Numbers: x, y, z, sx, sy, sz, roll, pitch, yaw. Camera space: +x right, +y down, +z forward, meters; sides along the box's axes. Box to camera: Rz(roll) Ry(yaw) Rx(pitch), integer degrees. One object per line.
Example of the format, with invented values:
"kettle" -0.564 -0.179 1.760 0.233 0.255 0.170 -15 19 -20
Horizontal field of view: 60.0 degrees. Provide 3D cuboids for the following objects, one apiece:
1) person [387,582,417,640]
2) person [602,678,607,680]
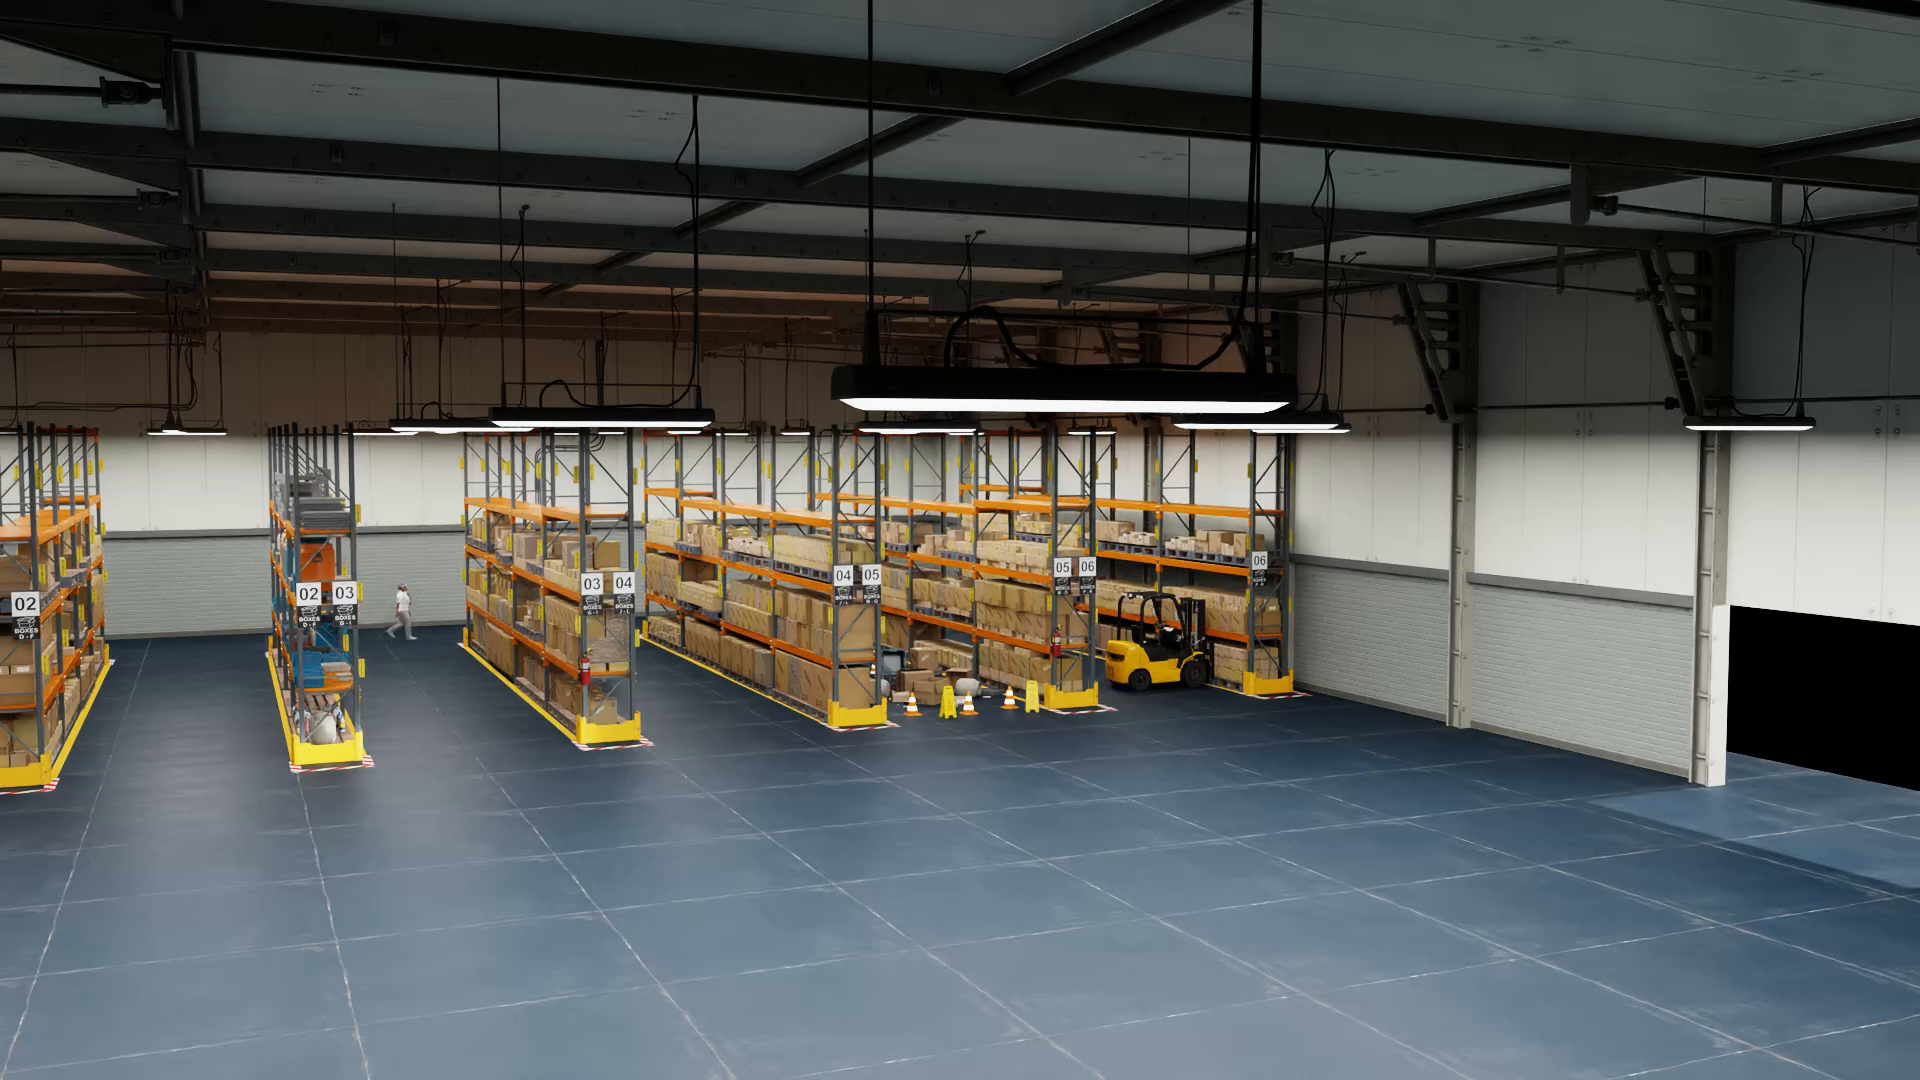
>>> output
"person" -15.829 2.002 47.107 0.869 1.643 0.448 0 3 -2
"person" -8.404 2.473 39.290 0.506 1.658 0.463 0 3 -1
